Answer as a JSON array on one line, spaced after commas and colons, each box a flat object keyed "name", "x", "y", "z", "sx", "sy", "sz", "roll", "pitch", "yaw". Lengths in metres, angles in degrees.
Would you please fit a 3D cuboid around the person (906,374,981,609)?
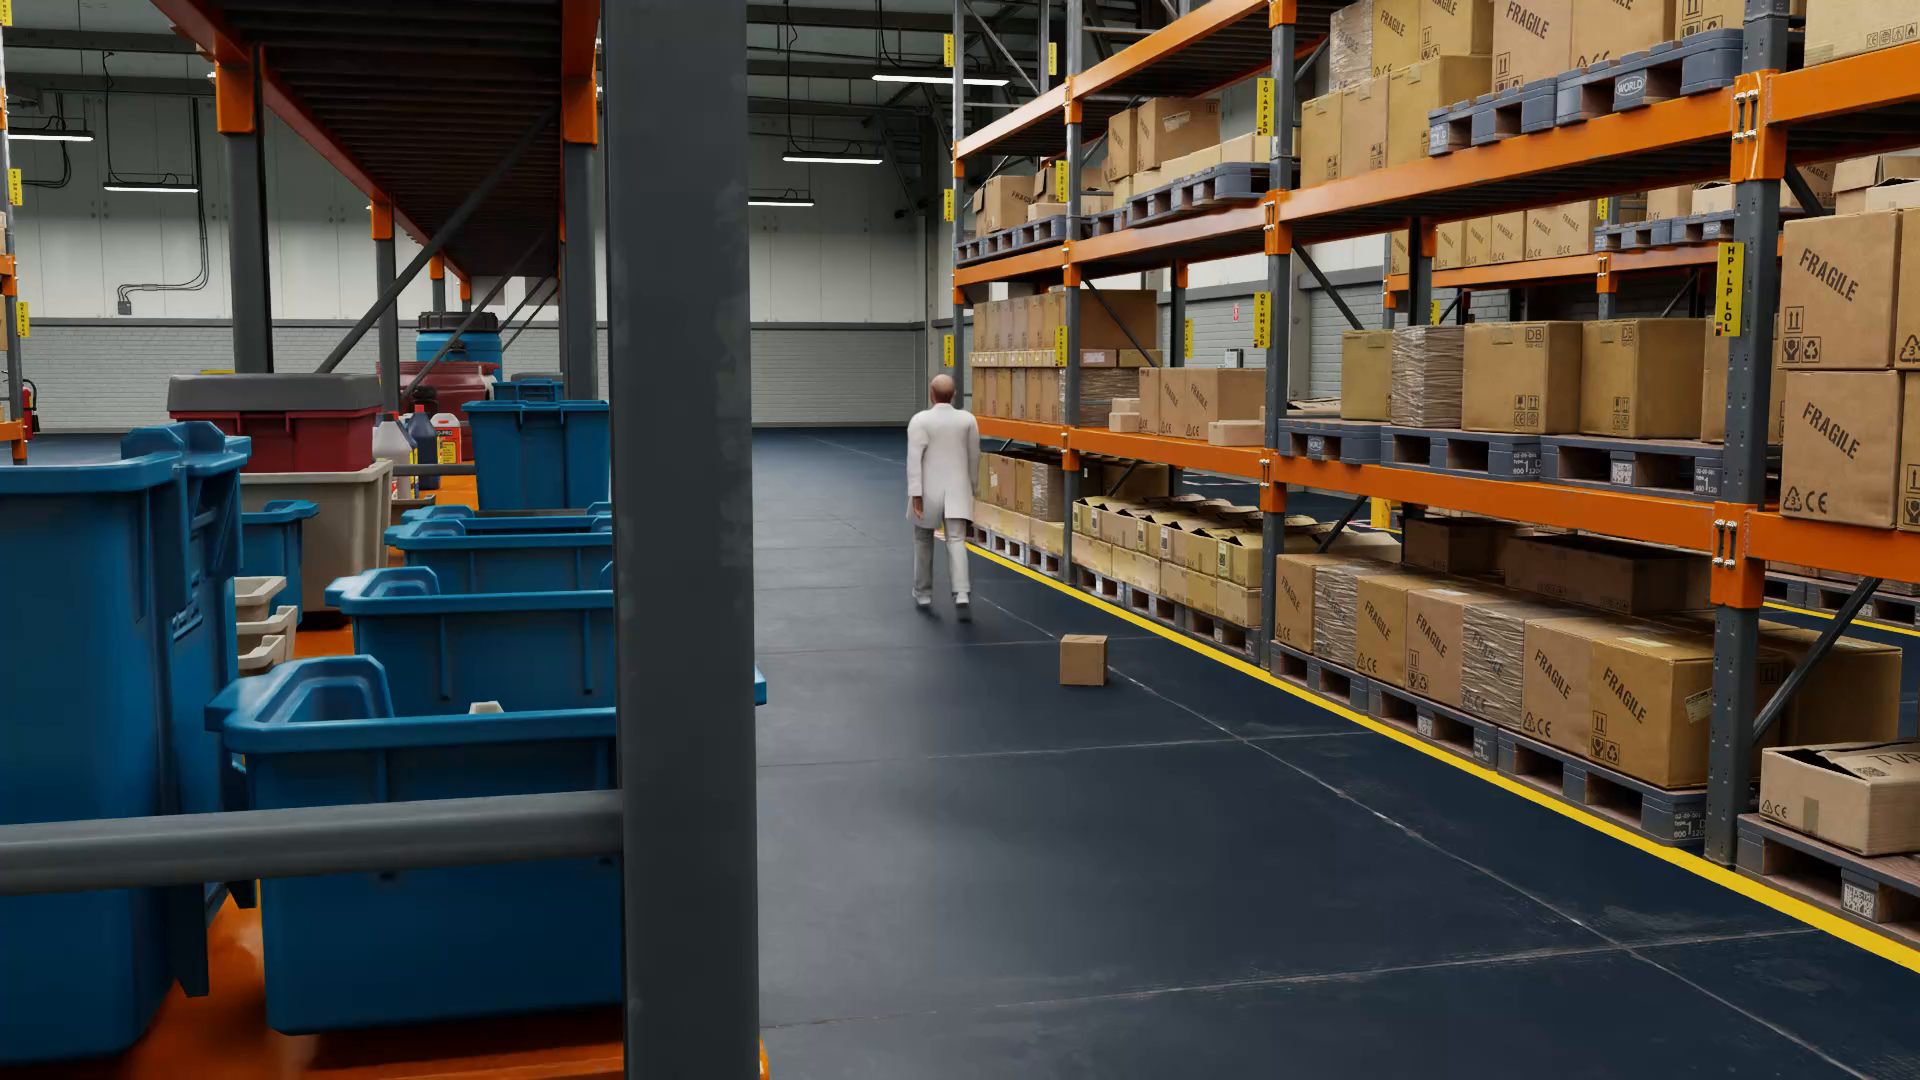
[{"name": "person", "x": -0.128, "y": -0.358, "z": 12.305, "sx": 0.573, "sy": 1.731, "sz": 1.102, "roll": -1, "pitch": 6, "yaw": -9}]
